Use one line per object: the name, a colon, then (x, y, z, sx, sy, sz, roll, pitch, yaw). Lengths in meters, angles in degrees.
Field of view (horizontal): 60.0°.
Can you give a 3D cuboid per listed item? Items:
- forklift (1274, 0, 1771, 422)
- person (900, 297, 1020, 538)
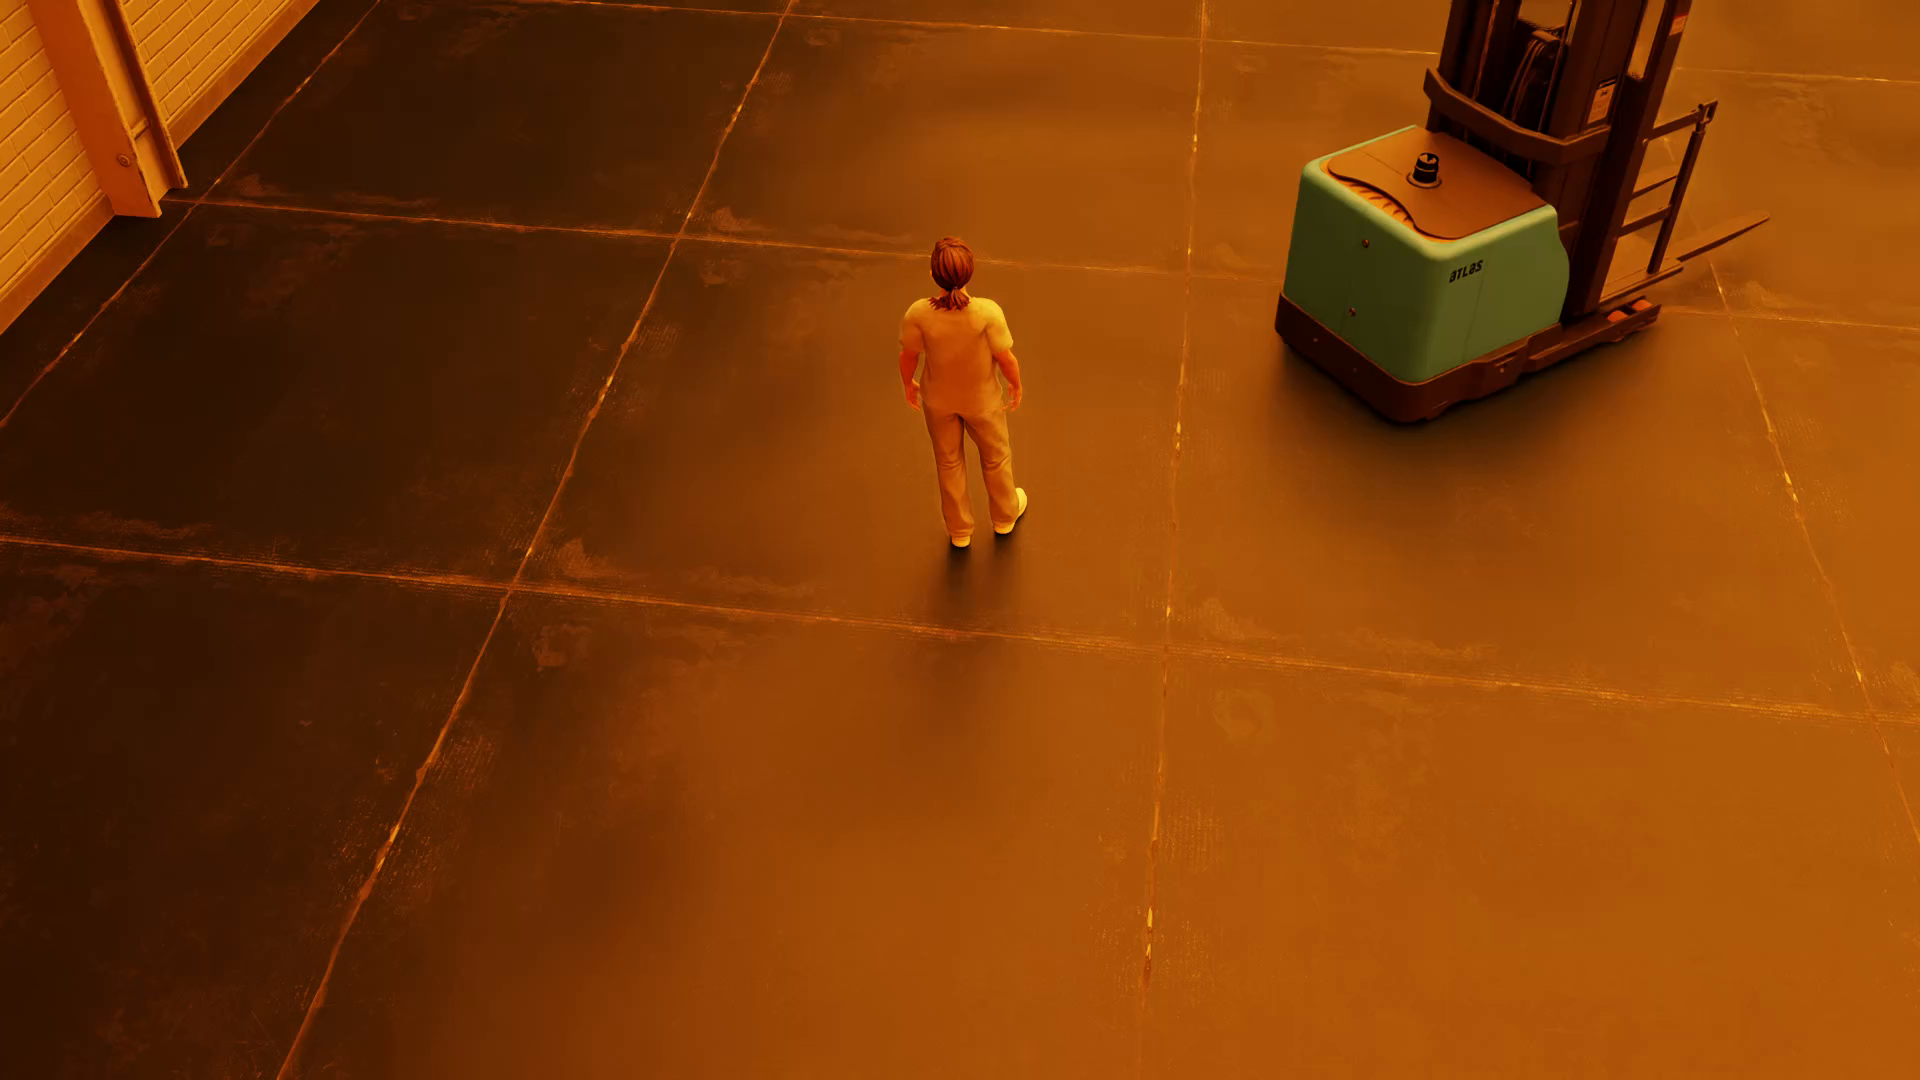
forklift: (3.229, -2.440, 8.380, 3.031, 2.935, 1.130, -23, 47, -23)
person: (0.011, -0.575, 7.401, 0.519, 1.360, 0.395, 5, 43, 6)
